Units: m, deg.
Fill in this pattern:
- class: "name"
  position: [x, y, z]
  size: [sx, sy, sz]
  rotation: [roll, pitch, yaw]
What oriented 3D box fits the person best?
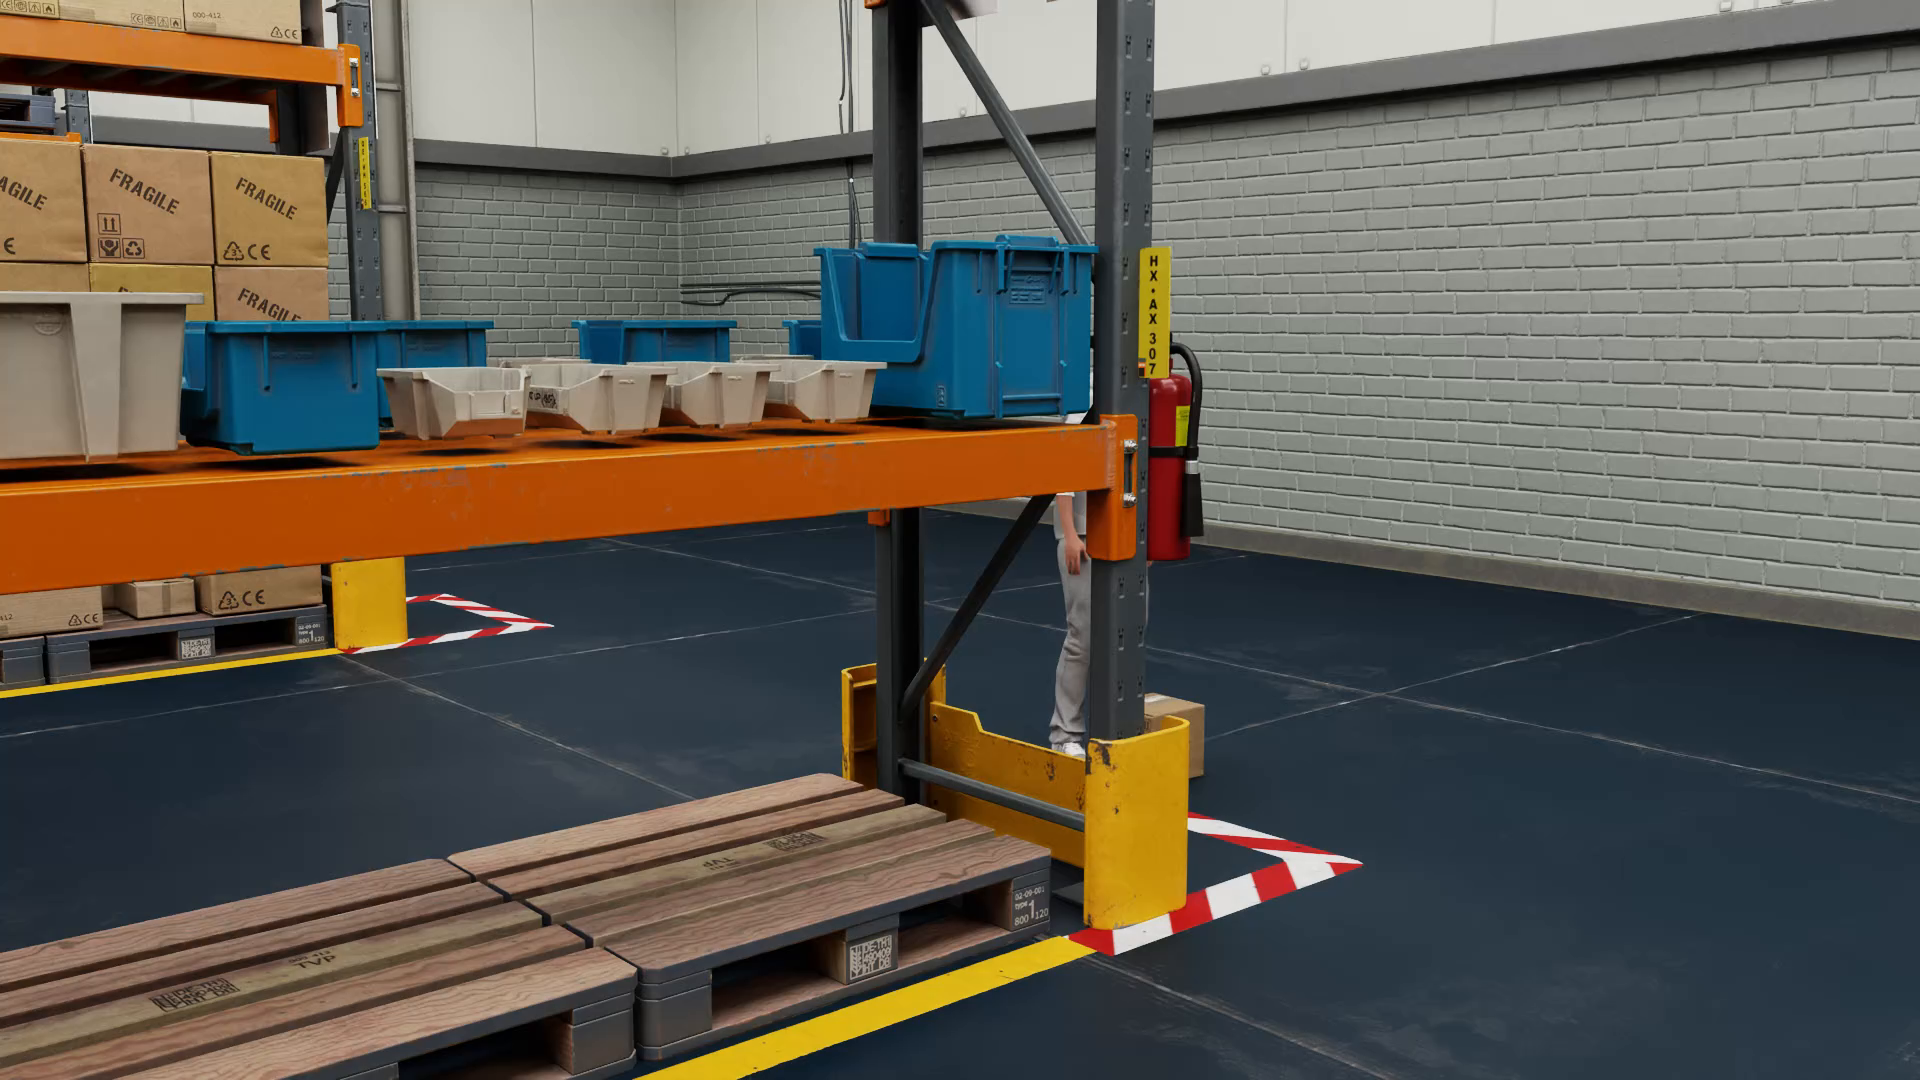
- class: "person"
  position: [0.519, 0.000, 5.839]
  size: [0.475, 1.591, 0.318]
  rotation: [-7, 10, -40]
